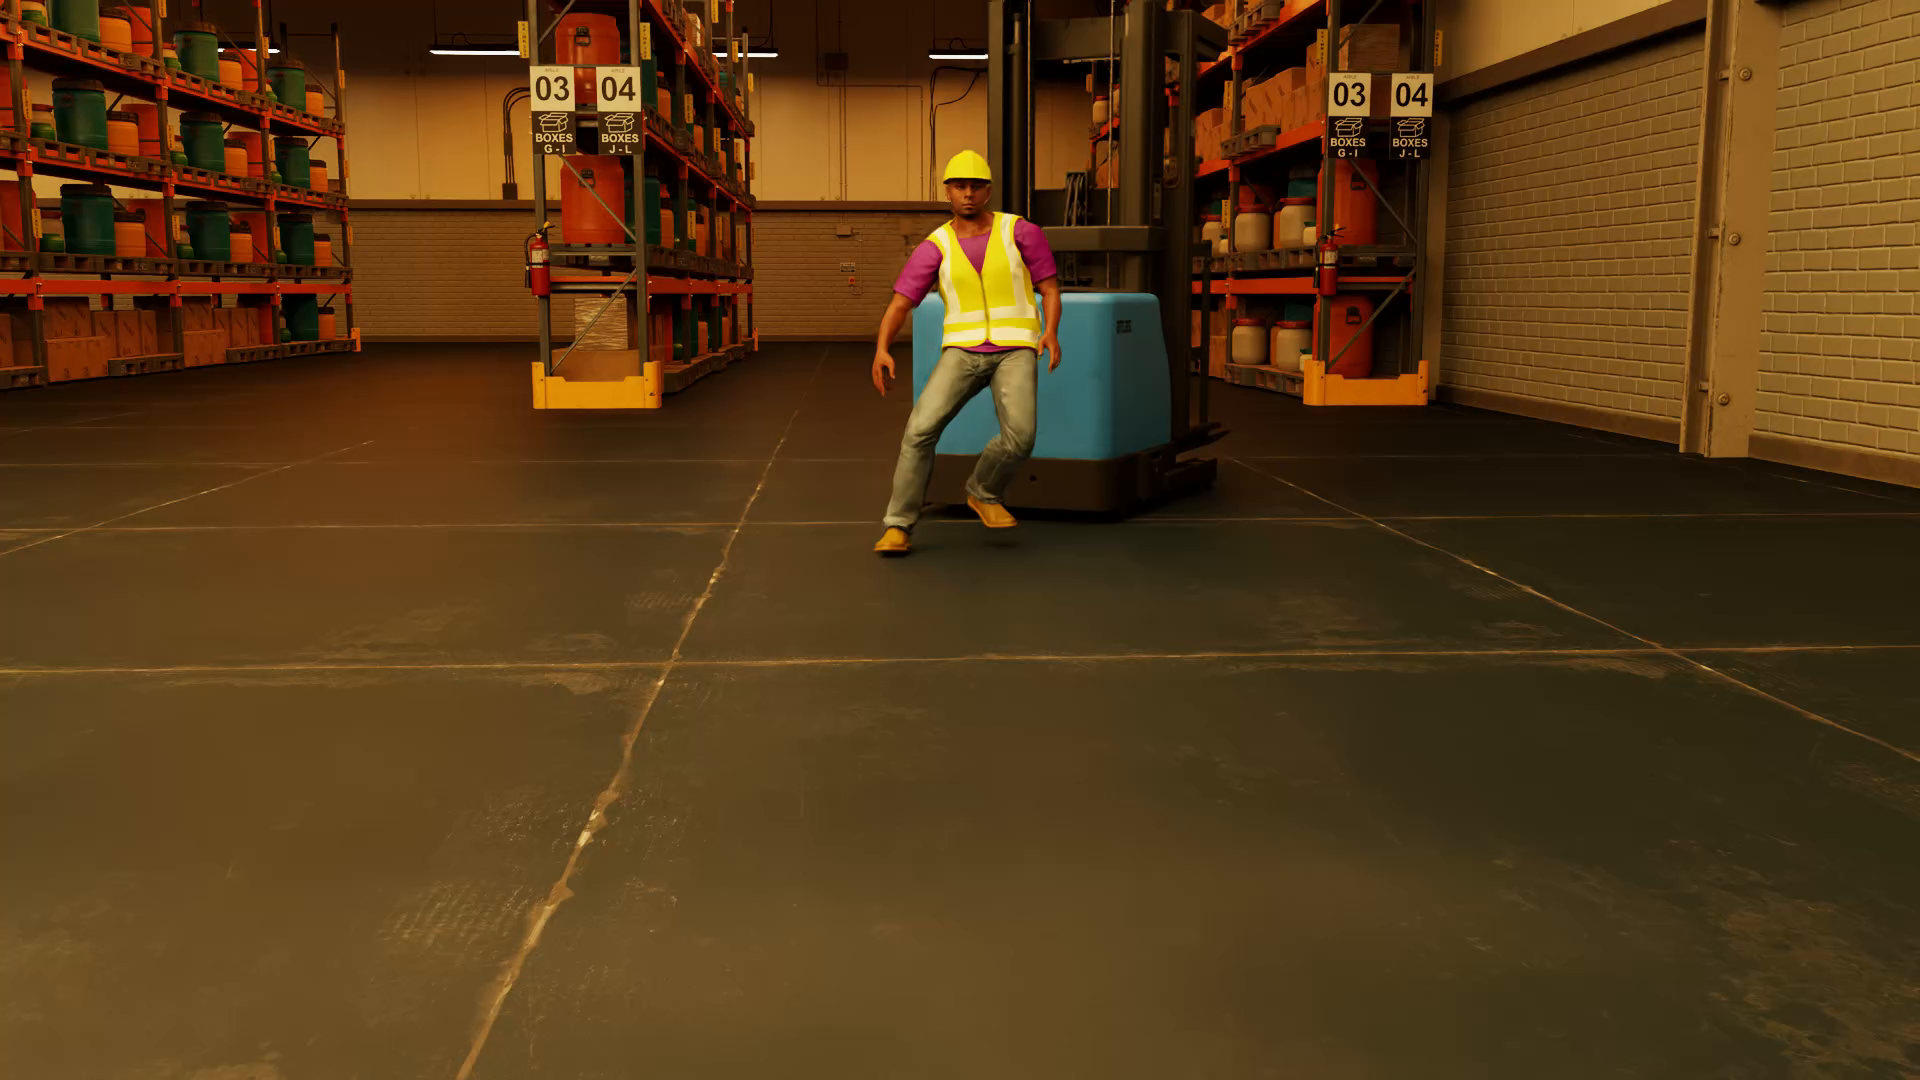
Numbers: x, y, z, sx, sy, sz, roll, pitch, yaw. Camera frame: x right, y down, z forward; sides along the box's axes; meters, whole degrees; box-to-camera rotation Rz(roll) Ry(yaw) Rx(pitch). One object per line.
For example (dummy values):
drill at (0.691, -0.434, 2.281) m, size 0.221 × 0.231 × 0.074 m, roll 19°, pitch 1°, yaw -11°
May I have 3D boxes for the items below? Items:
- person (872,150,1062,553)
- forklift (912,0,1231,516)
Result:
person at (0.035, -0.783, 6.936) m, size 0.779 × 1.669 × 0.667 m, roll 1°, pitch 9°, yaw 7°
forklift at (0.798, -1.740, 9.049) m, size 1.130 × 2.935 × 3.031 m, roll 4°, pitch 9°, yaw 23°
